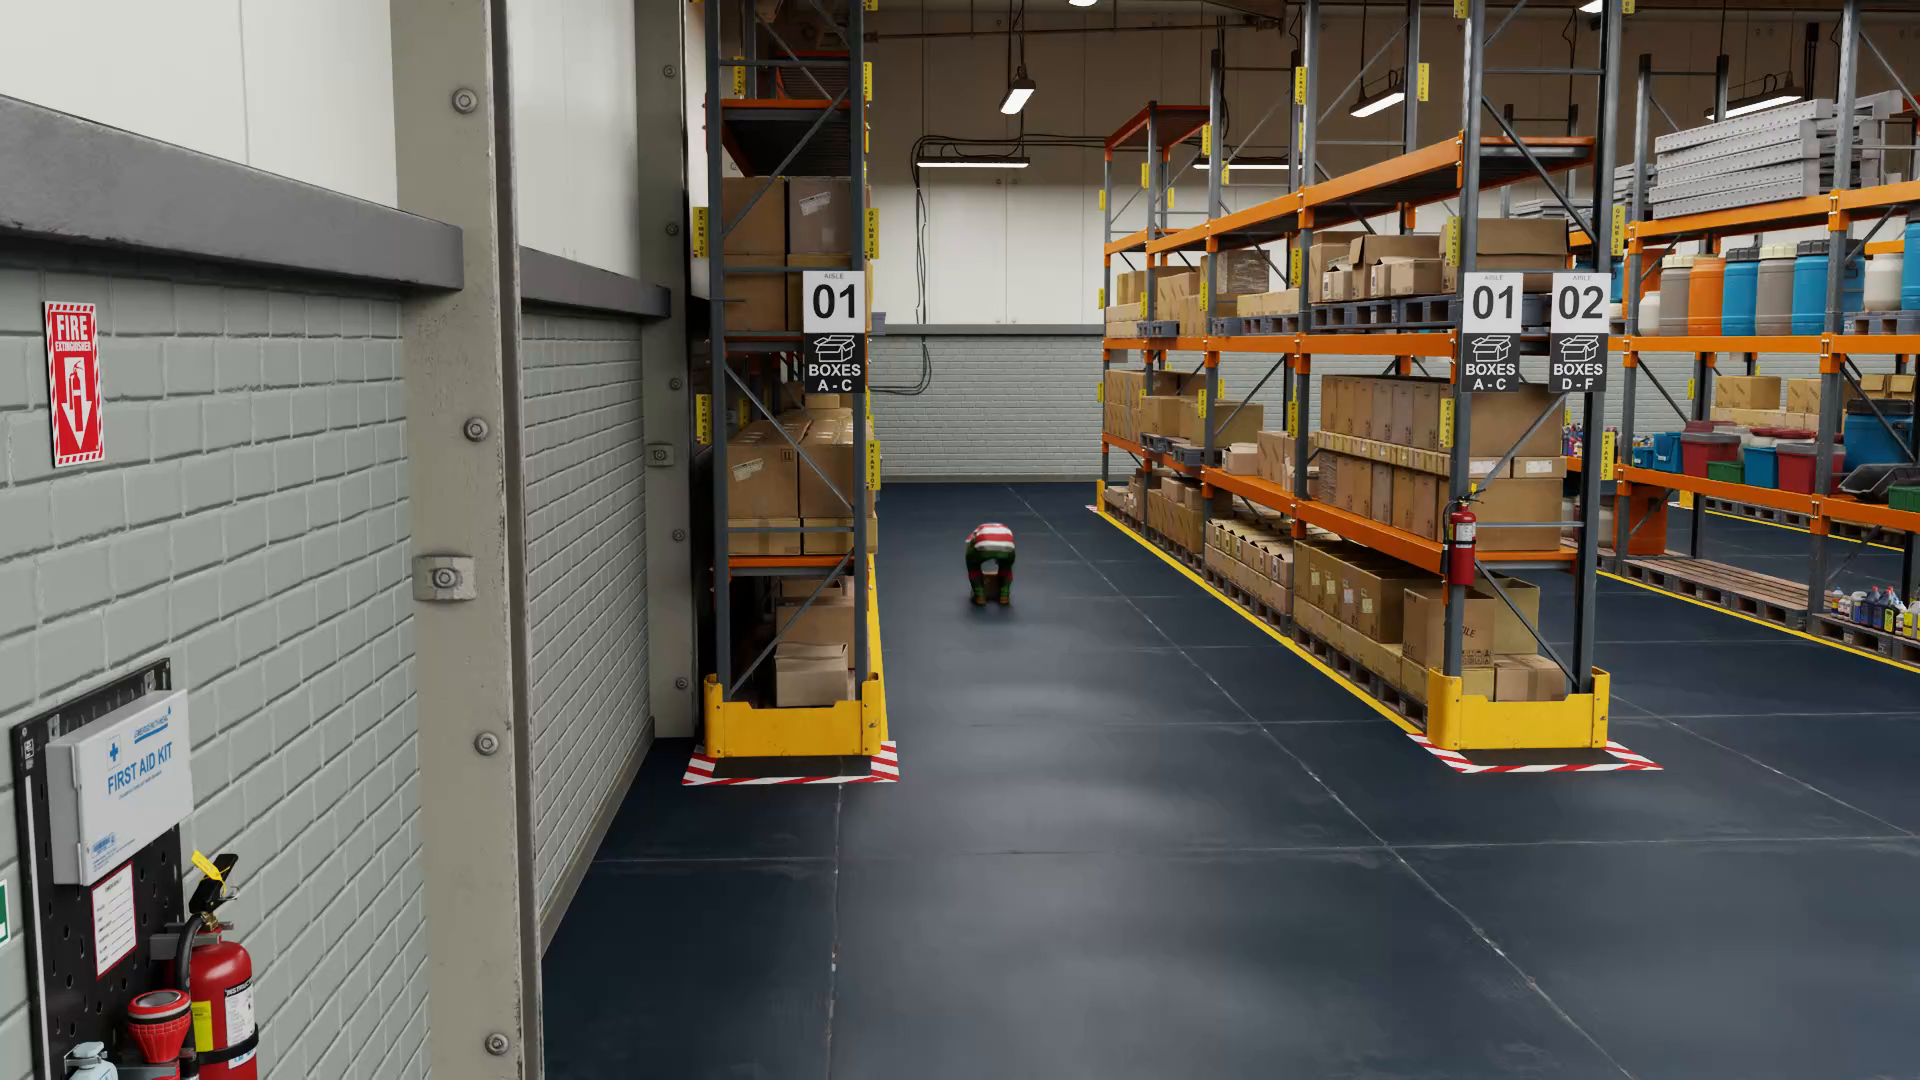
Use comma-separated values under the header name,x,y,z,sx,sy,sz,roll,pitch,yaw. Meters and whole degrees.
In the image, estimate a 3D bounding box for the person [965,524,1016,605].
name,x,y,z,sx,sy,sz,roll,pitch,yaw
person,0.316,0.238,17.740,0.533,0.869,0.965,-1,7,-6
